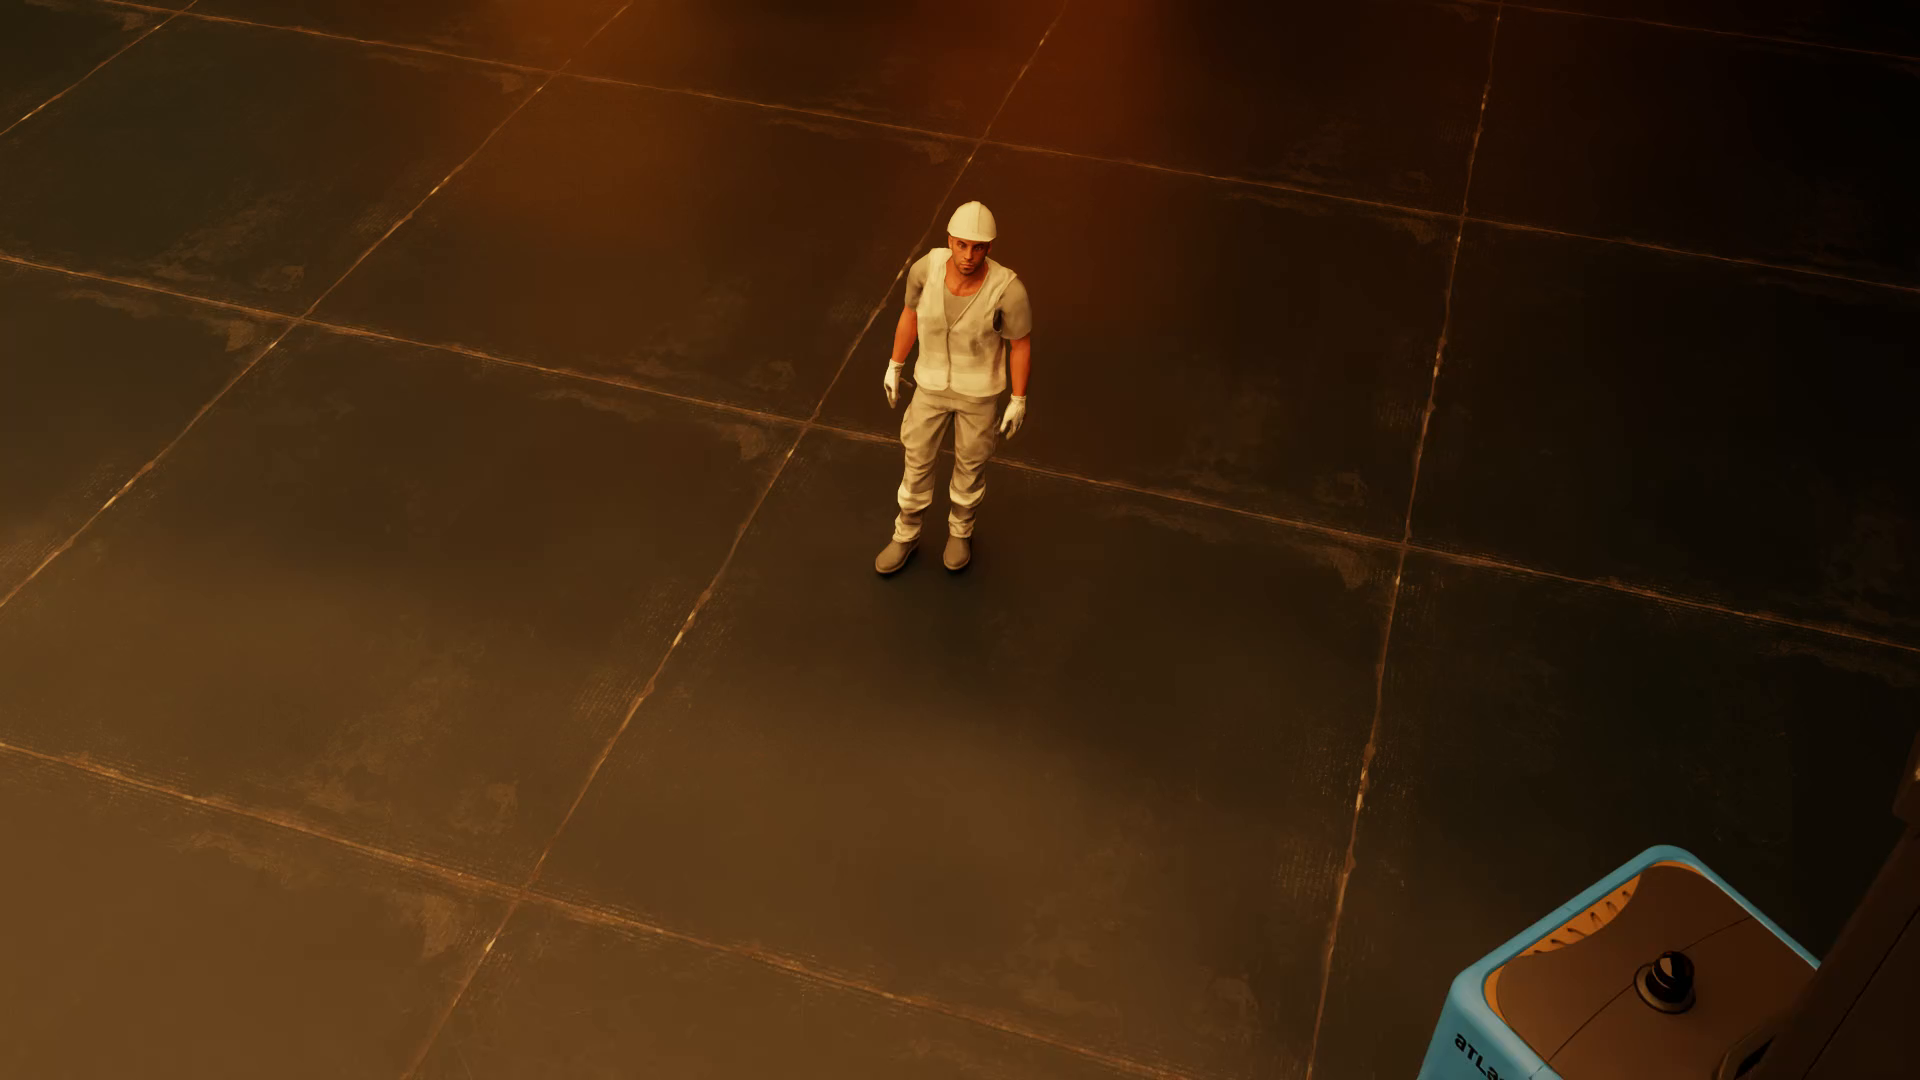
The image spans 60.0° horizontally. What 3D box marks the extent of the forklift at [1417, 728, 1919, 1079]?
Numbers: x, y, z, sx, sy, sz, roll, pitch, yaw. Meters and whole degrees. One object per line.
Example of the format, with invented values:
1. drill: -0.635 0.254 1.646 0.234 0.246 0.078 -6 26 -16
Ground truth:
1. forklift: 2.651 1.673 3.890 1.130 2.935 3.031 -24 48 -24

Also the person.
1. person: -0.036 -0.611 7.173 0.637 1.787 0.564 12 44 13
